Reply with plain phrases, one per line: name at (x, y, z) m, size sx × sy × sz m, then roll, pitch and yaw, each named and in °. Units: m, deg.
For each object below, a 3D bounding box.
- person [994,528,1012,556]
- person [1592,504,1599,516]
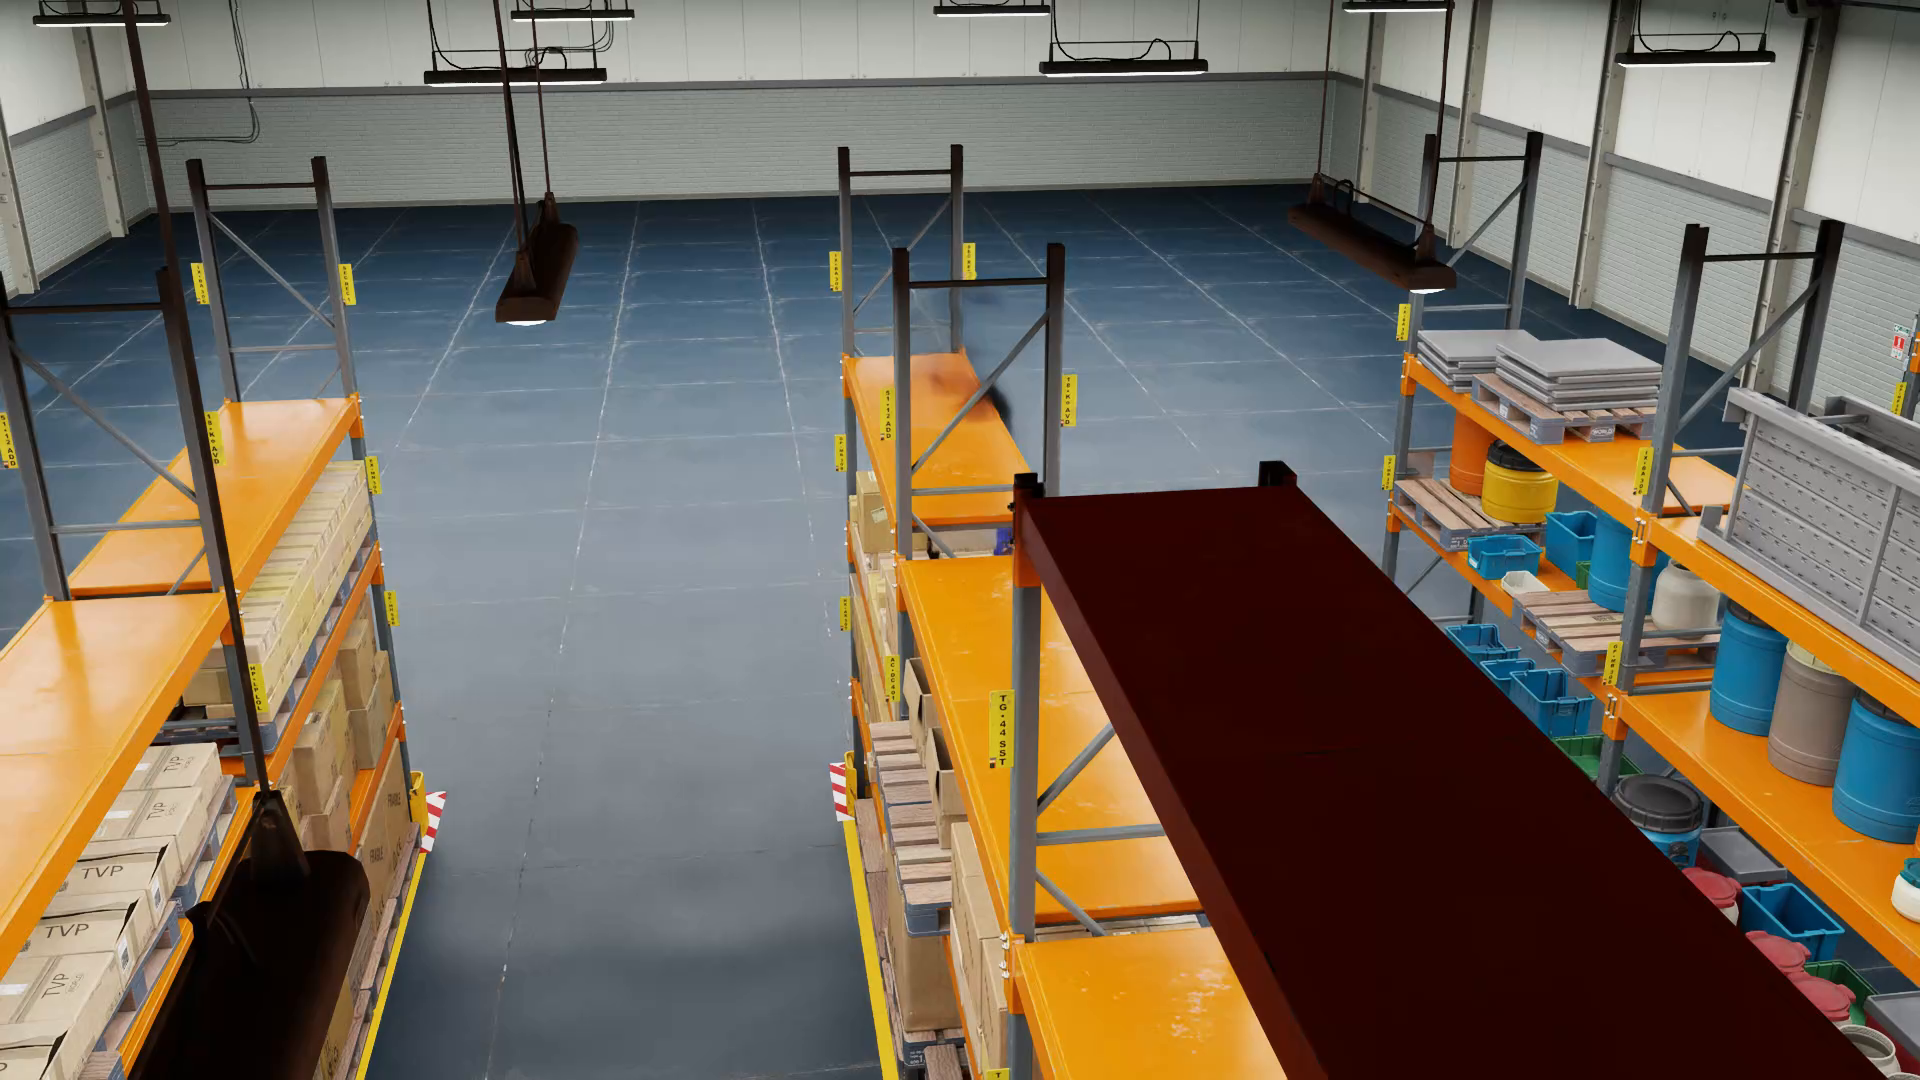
person at (0.400, 0.409, 18.459) m, size 0.564 × 1.618 × 0.576 m, roll 6°, pitch 22°, yaw 14°
person at (7.185, 0.362, 18.501) m, size 0.948 × 1.746 × 0.563 m, roll 5°, pitch 22°, yaw 13°
